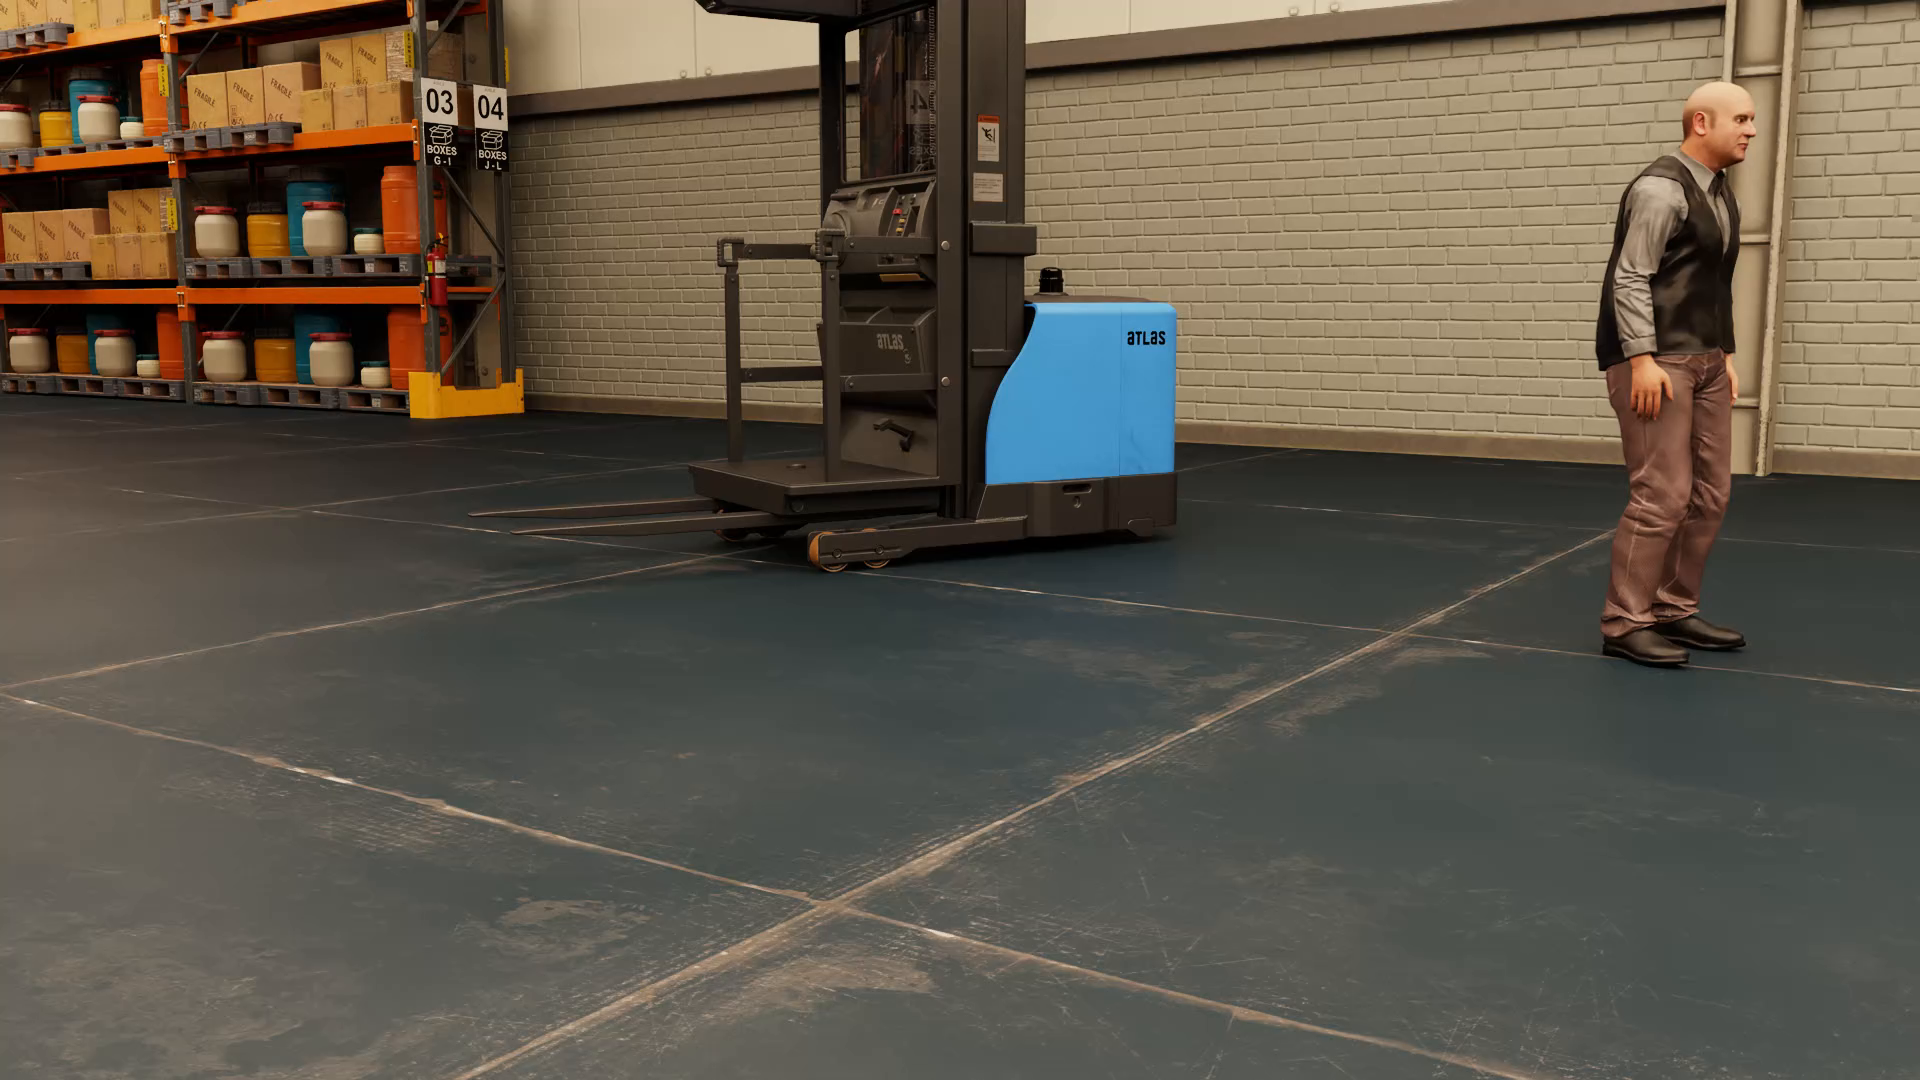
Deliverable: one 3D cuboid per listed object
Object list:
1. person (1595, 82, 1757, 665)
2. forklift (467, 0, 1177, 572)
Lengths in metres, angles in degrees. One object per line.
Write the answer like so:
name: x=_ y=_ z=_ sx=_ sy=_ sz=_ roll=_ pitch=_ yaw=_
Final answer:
person: x=2.180 y=-0.511 z=5.088 sx=0.580 sy=1.720 sz=0.421 roll=-7 pitch=11 yaw=-40
forklift: x=-0.537 y=-1.406 z=7.080 sx=3.031 sy=2.935 sz=1.130 roll=-5 pitch=9 yaw=-31
